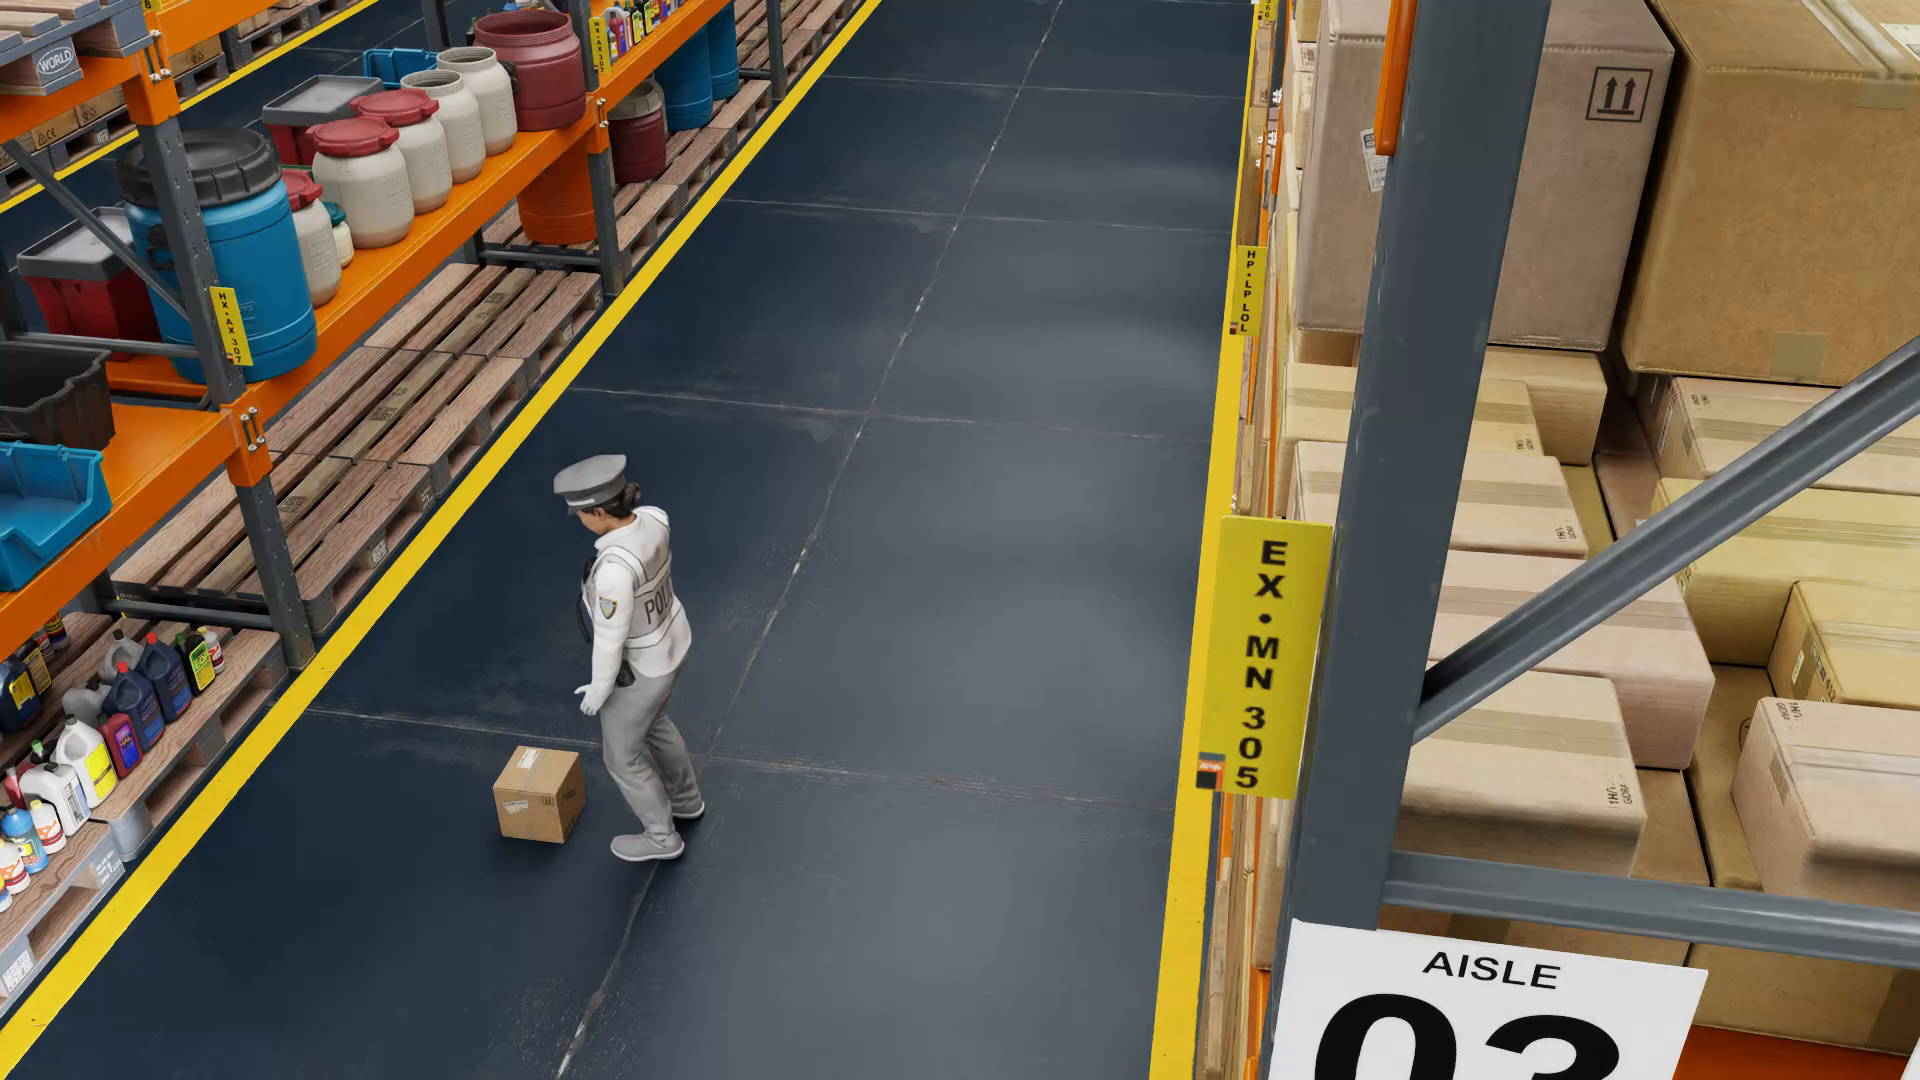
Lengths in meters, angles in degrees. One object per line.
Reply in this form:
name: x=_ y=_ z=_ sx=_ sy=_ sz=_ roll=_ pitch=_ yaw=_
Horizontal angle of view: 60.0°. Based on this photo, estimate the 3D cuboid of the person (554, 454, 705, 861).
person: x=-1.167 y=0.449 z=5.959 sx=0.381 sy=1.653 sz=0.485 roll=6 pitch=33 yaw=9
